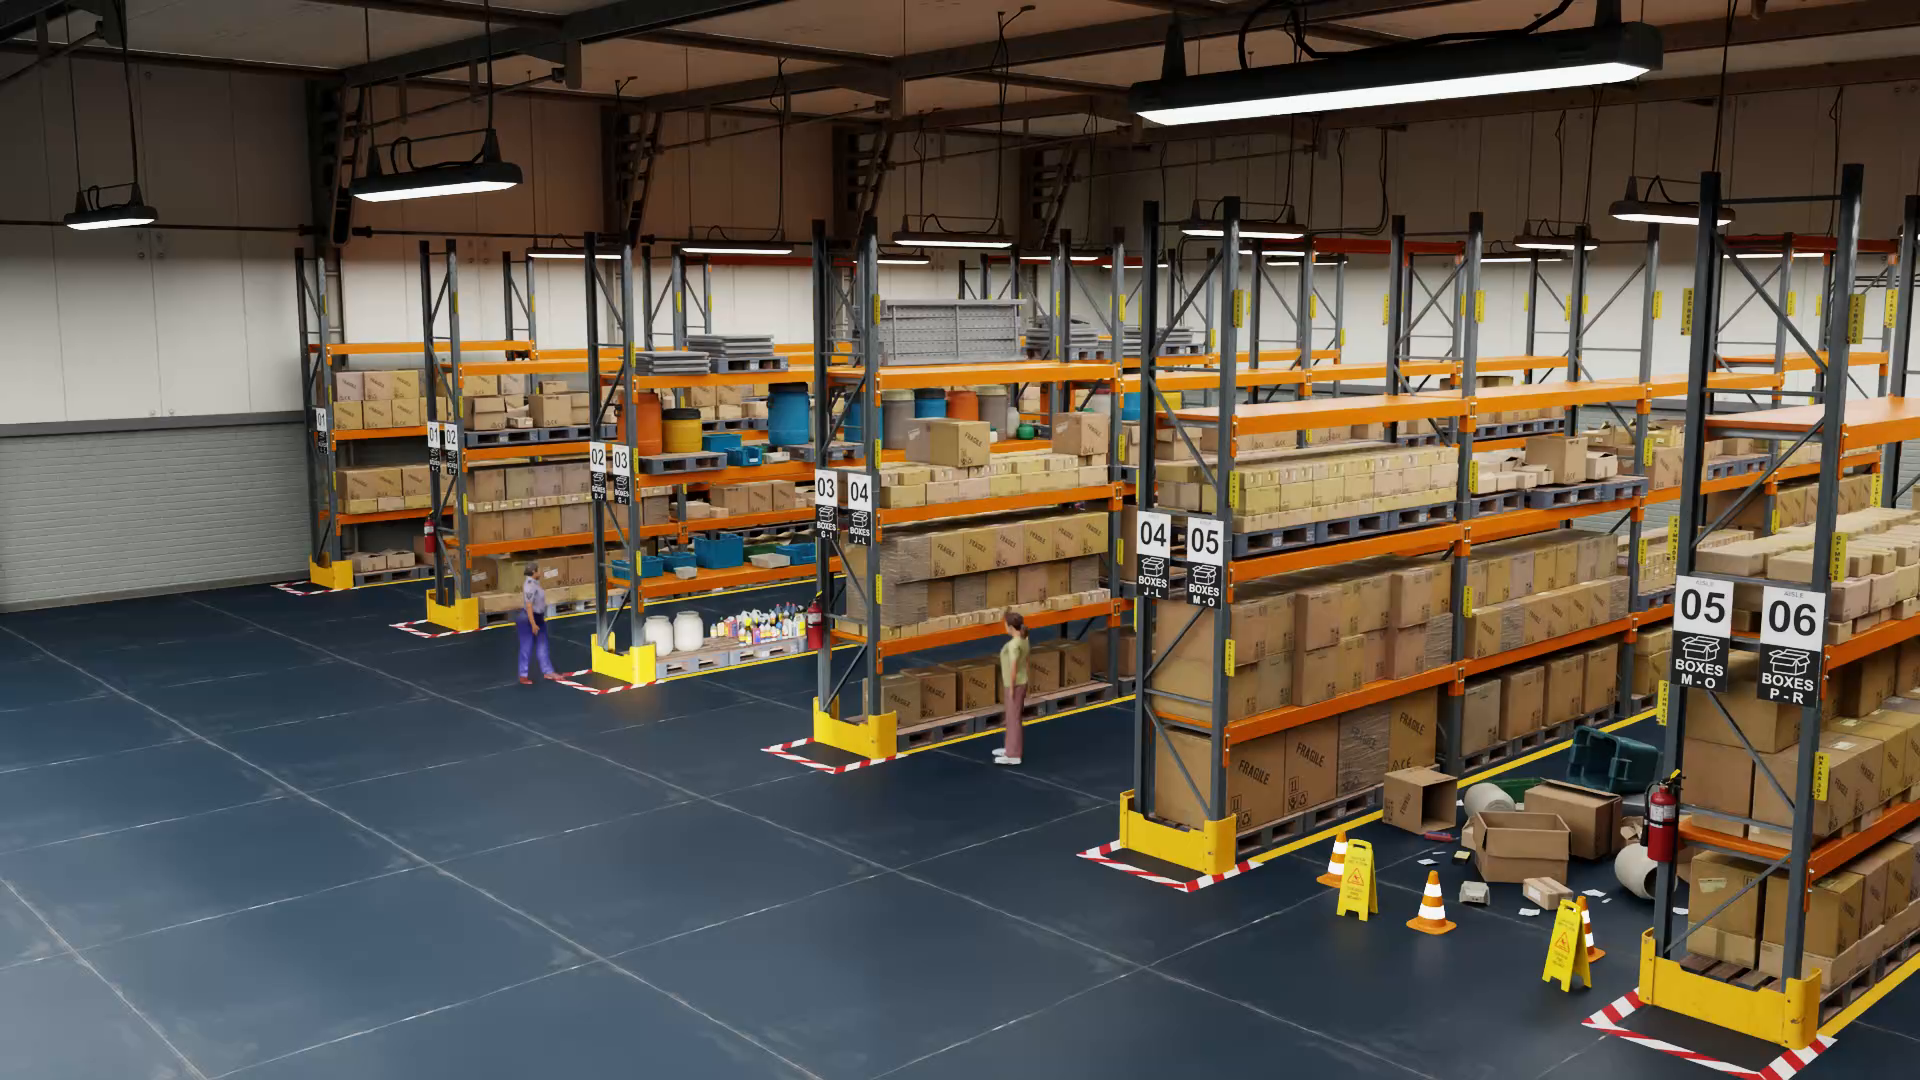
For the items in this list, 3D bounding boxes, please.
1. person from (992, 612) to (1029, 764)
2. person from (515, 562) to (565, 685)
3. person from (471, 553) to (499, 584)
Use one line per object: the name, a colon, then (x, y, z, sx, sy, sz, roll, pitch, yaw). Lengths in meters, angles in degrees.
person: (0.559, 1.629, 18.525, 0.442, 1.675, 0.511, 2, 9, 10)
person: (-5.673, 1.108, 22.318, 0.555, 1.629, 0.543, 1, 8, 9)
person: (-8.176, 0.172, 28.569, 0.517, 1.706, 0.461, -5, 10, -29)
